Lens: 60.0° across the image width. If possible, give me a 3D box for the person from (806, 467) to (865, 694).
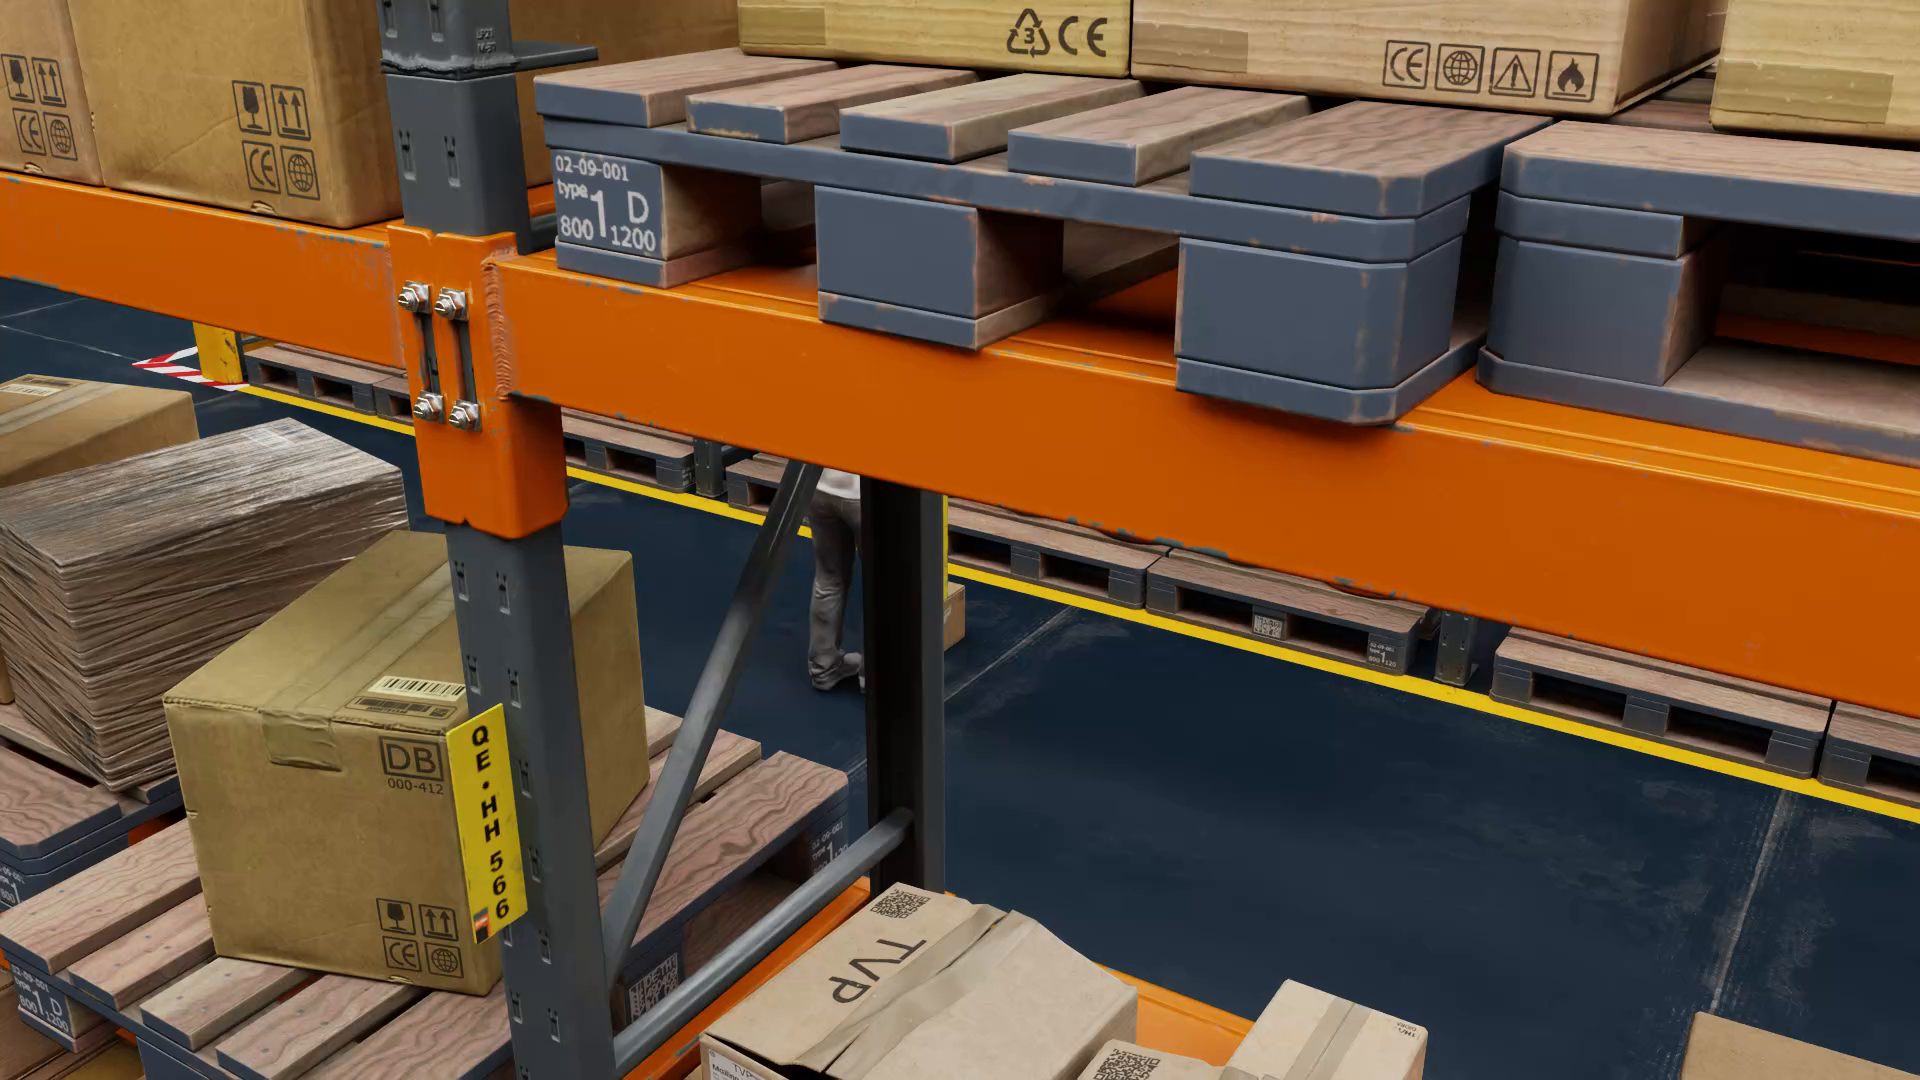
[{"bbox_3d":[-0.427,-0.213,6.568,0.528,1.769,0.356,14,27,30],"label":"person"}]
